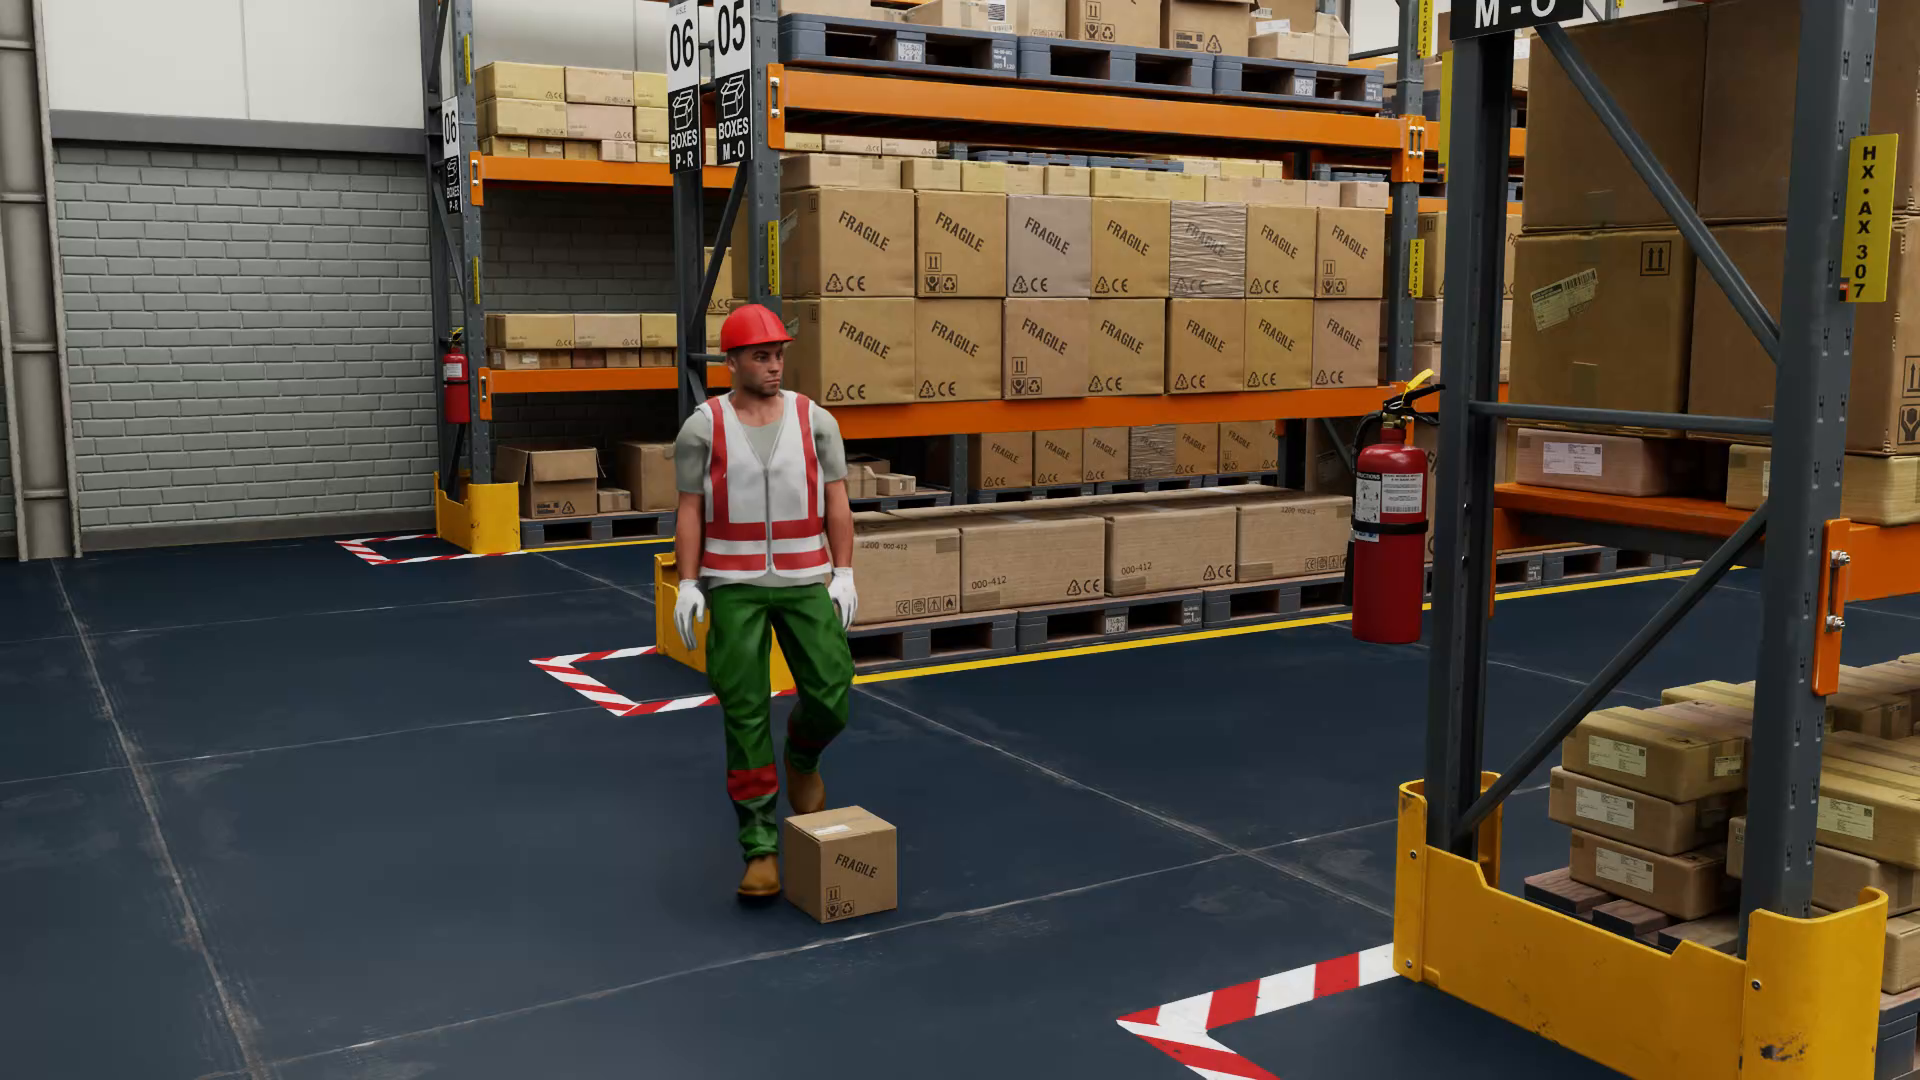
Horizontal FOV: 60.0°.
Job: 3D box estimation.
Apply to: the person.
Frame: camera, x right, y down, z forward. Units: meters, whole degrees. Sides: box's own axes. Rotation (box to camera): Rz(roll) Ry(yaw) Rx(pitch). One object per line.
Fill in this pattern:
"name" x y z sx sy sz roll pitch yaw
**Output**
"person" -0.598 0.158 5.181 0.590 1.769 0.792 -2 8 -14
